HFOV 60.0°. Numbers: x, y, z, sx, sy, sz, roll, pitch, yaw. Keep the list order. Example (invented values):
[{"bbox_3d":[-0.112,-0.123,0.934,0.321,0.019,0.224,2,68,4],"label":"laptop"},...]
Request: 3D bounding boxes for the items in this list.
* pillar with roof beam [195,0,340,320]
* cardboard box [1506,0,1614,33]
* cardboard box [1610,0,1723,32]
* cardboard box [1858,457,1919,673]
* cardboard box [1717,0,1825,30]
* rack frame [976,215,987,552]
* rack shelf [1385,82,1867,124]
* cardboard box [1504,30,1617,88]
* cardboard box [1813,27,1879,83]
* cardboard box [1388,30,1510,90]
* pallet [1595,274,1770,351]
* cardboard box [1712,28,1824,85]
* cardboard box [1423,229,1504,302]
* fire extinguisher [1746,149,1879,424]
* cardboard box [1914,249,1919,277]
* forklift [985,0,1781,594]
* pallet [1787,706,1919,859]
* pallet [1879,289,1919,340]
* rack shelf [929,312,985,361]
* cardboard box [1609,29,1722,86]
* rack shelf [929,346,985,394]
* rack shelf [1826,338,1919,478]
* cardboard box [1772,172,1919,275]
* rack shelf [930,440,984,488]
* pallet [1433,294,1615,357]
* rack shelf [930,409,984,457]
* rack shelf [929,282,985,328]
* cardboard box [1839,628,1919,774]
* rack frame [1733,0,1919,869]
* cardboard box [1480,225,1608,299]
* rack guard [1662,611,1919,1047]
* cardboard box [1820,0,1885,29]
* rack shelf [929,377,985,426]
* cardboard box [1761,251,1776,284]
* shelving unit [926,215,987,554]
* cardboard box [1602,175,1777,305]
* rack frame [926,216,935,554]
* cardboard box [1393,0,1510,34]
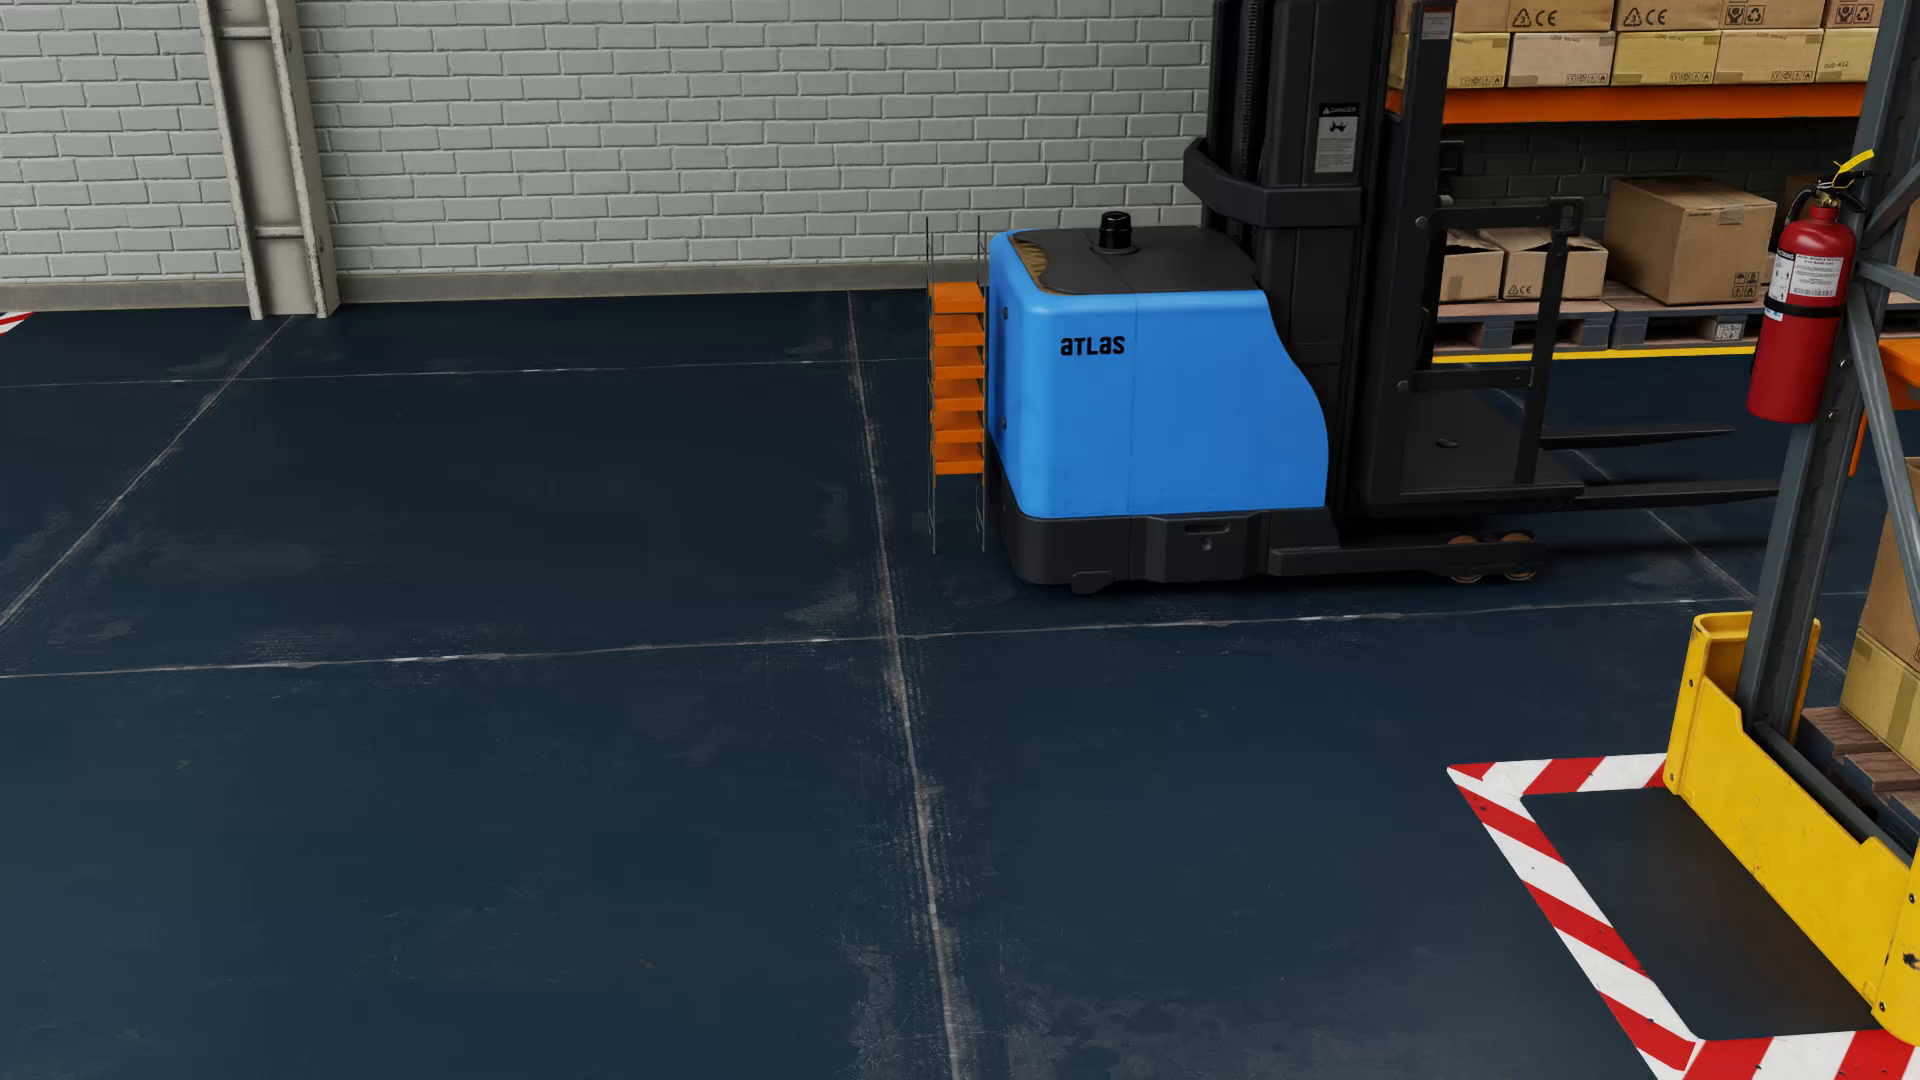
[{"bbox_3d":[-3.188,-3.622,3.319,0.400,9.000,9.100,-2,24,-5],"label":"pillar with roof beam"},{"bbox_3d":[2.746,-2.679,7.821,0.500,0.500,0.500,-2,24,-5],"label":"cardboard box"},{"bbox_3d":[3.260,-2.697,7.861,0.500,0.500,0.500,-3,24,-7],"label":"cardboard box"},{"bbox_3d":[2.743,0.100,4.277,0.500,0.500,0.500,-2,24,-5],"label":"cardboard box"},{"bbox_3d":[3.773,-2.722,7.919,0.500,0.500,0.500,-2,24,-3],"label":"cardboard box"},{"bbox_3d":[0.077,-0.551,6.013,0.006,1.200,0.240,-2,24,-5],"label":"rack frame"},{"bbox_3d":[3.738,-2.233,8.467,4.000,0.370,1.077,-2,24,-5],"label":"rack shelf"},{"bbox_3d":[2.780,-2.341,7.983,0.500,0.250,0.500,-3,24,-7],"label":"cardboard box"},{"bbox_3d":[4.292,-2.398,8.113,0.500,0.250,0.500,-2,24,-5],"label":"cardboard box"},{"bbox_3d":[2.265,-2.314,7.923,0.500,0.250,0.500,-3,24,-7],"label":"cardboard box"},{"bbox_3d":[3.847,-1.277,8.862,1.213,0.211,1.003,-2,24,-5],"label":"pallet"},{"bbox_3d":[3.791,-2.378,8.067,0.500,0.250,0.500,-2,24,-5],"label":"cardboard box"},{"bbox_3d":[2.445,-1.446,8.579,0.500,0.311,0.500,-5,24,-11],"label":"cardboard box"},{"bbox_3d":[2.075,-0.628,4.065,0.183,0.674,0.296,-2,24,-5],"label":"fire extinguisher"},{"bbox_3d":[5.199,-1.515,8.912,0.250,0.166,0.380,-5,25,-12],"label":"cardboard box"},{"bbox_3d":[1.650,-1.397,5.783,3.031,2.935,1.130,-3,24,-6],"label":"forklift"},{"bbox_3d":[2.996,0.747,4.310,1.213,0.211,1.003,-2,24,-5],"label":"pallet"},{"bbox_3d":[5.064,-1.327,8.975,1.213,0.211,1.003,-2,24,-5],"label":"pallet"},{"bbox_3d":[-0.014,-0.726,5.926,0.180,0.103,0.258,-2,24,-5],"label":"rack shelf"},{"bbox_3d":[3.288,-2.359,8.023,0.500,0.250,0.500,-3,24,-6],"label":"cardboard box"},{"bbox_3d":[-0.014,-0.617,5.974,0.180,0.103,0.258,-2,24,-5],"label":"rack shelf"},{"bbox_3d":[4.229,-0.231,3.963,4.000,0.370,1.077,-2,24,-5],"label":"rack shelf"},{"bbox_3d":[4.700,-1.643,8.790,0.500,0.500,0.500,-4,24,-9],"label":"cardboard box"},{"bbox_3d":[-0.014,-0.288,6.121,0.180,0.103,0.258,-2,24,-5],"label":"rack shelf"},{"bbox_3d":[2.636,-1.229,8.756,1.213,0.211,1.003,-2,24,-5],"label":"pallet"},{"bbox_3d":[-0.014,-0.397,6.072,0.180,0.103,0.258,-2,24,-5],"label":"rack shelf"},{"bbox_3d":[-0.014,-0.836,5.877,0.180,0.103,0.258,-2,24,-5],"label":"rack shelf"},{"bbox_3d":[2.743,0.444,4.427,0.500,0.250,0.500,-2,24,-5],"label":"cardboard box"},{"bbox_3d":[2.239,-0.480,3.637,0.127,3.000,1.000,-2,24,-5],"label":"rack frame"},{"bbox_3d":[3.013,-1.469,8.630,0.500,0.311,0.500,0,24,-1],"label":"cardboard box"},{"bbox_3d":[2.215,0.663,4.143,0.348,0.500,1.175,-2,24,-5],"label":"rack guard"},{"bbox_3d":[4.290,-2.743,7.966,0.500,0.500,0.500,-3,24,-7],"label":"cardboard box"},{"bbox_3d":[-0.014,-0.507,6.023,0.180,0.103,0.258,-2,24,-5],"label":"rack shelf"},{"bbox_3d":[4.135,-1.485,8.865,0.250,0.149,0.380,-4,24,-9],"label":"cardboard box"},{"bbox_3d":[-0.014,-0.548,6.005,0.189,1.200,0.258,-2,24,-5],"label":"shelving unit"},{"bbox_3d":[3.748,-1.564,8.612,0.500,0.500,0.700,-4,24,-8],"label":"cardboard box"},{"bbox_3d":[-0.105,-0.544,5.997,0.006,1.200,0.240,-2,24,-5],"label":"rack frame"},{"bbox_3d":[2.253,-2.663,7.785,0.500,0.500,0.500,-2,24,-5],"label":"cardboard box"}]
